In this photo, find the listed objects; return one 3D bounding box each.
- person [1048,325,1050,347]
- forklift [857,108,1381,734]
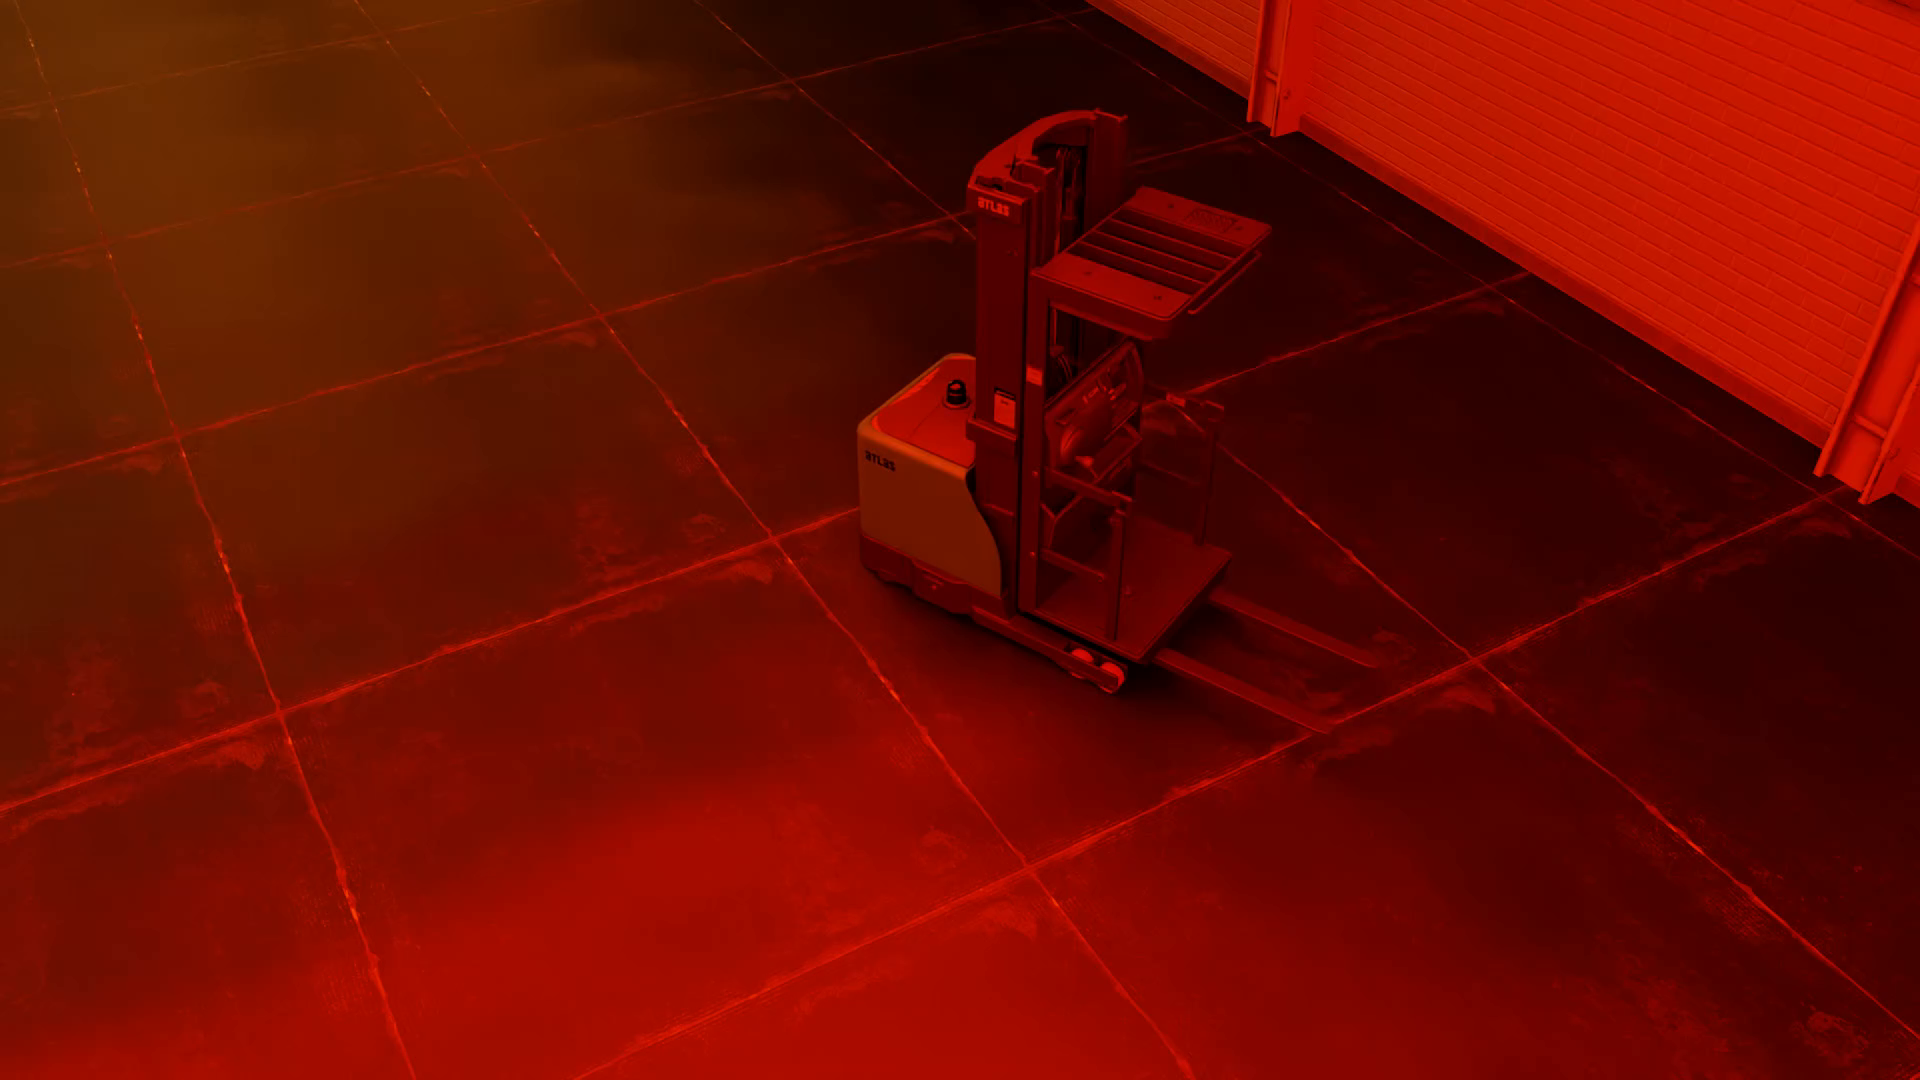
[{"bbox_3d":[0.606,-0.680,10.161,0.667,1.373,0.805,-5,40,-7],"label":"person"},{"bbox_3d":[0.893,-0.665,8.838,3.031,2.935,1.130,24,45,26],"label":"forklift"}]
